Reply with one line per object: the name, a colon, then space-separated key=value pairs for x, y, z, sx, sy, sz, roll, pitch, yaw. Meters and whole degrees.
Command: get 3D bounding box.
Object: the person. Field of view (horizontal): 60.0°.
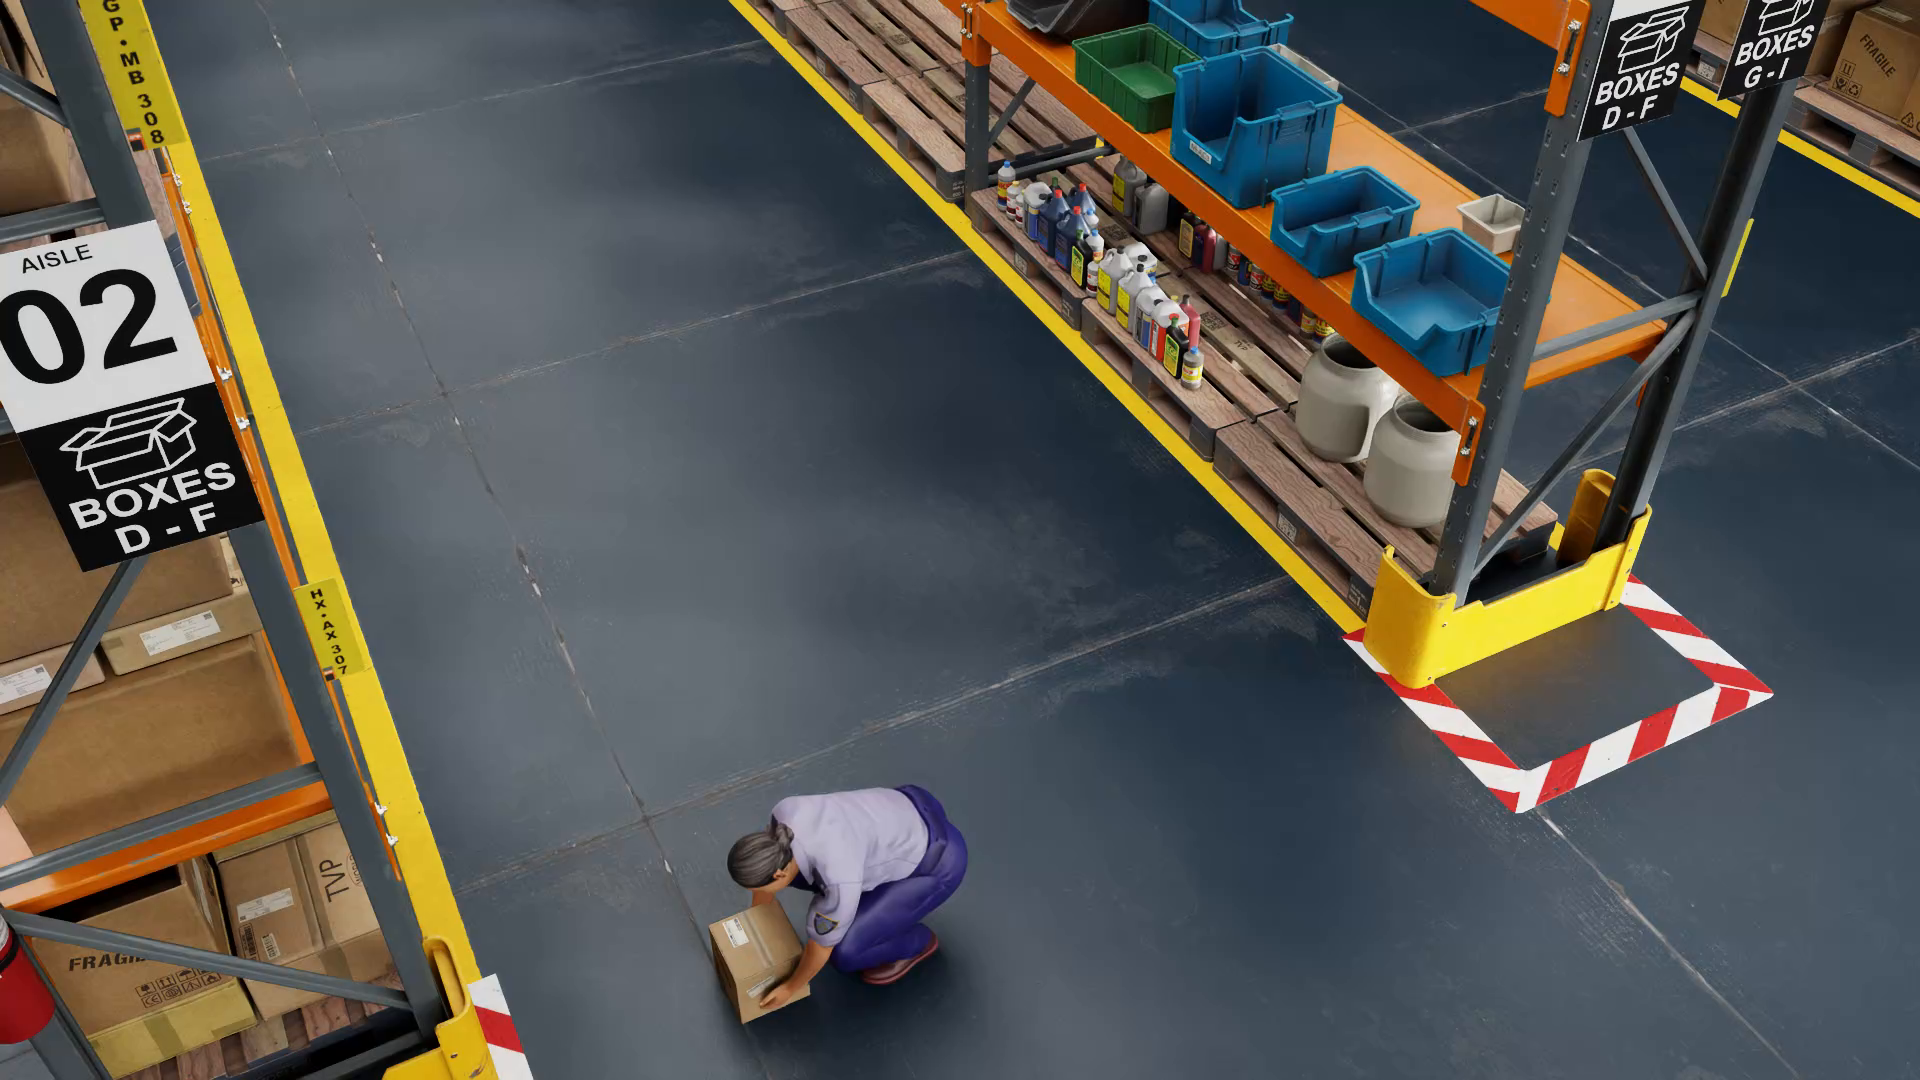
person: x=-0.374 y=1.113 z=5.535 sx=0.815 sy=0.833 sz=0.517 roll=-19 pitch=45 yaw=-20
